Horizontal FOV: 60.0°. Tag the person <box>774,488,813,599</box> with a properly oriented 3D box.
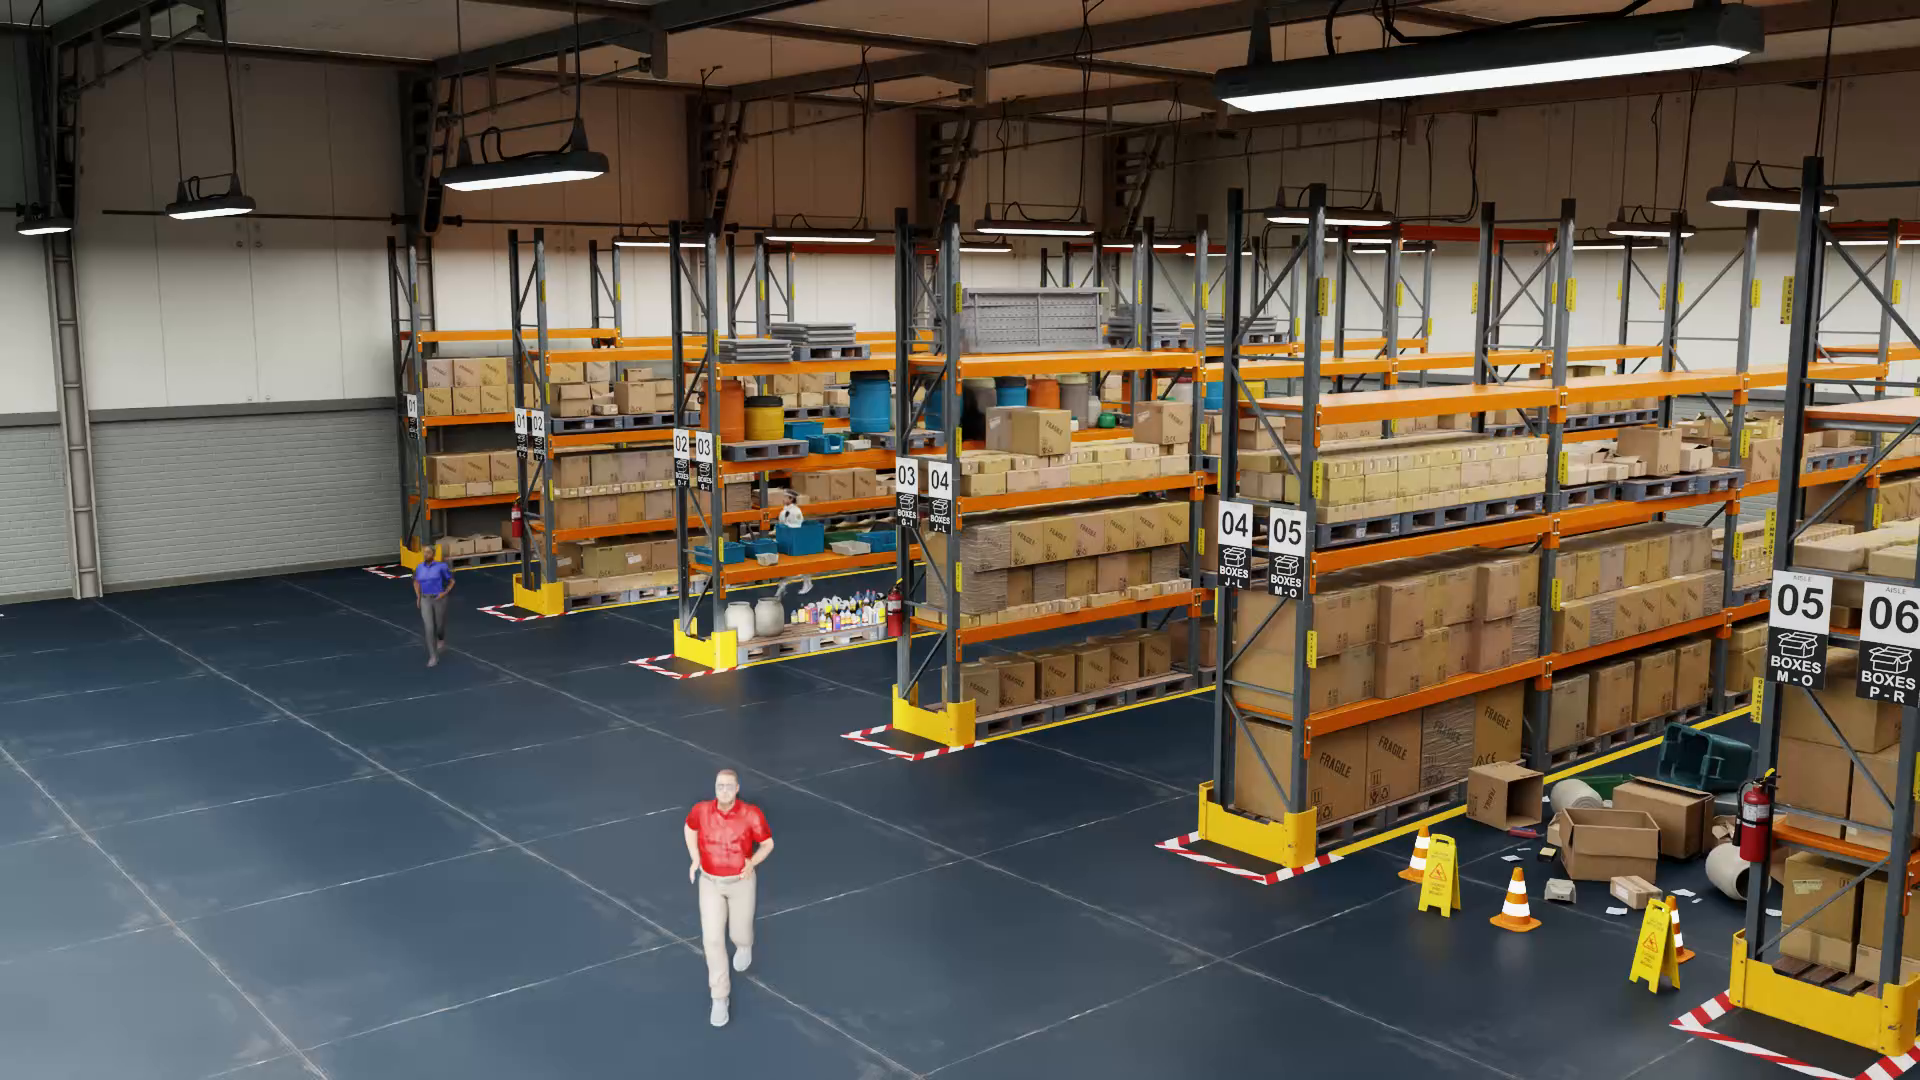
[{"bbox_3d":[-2.596,0.061,25.988,0.743,1.772,0.585,-8,12,-43],"label":"person"}]

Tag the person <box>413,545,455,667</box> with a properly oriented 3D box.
[{"bbox_3d":[-7.227,0.880,22.860,0.576,1.634,0.673,-1,9,-5],"label":"person"}]

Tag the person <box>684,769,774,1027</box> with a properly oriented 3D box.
[{"bbox_3d":[-1.674,2.502,11.999,0.664,1.733,0.927,0,9,-1],"label":"person"}]
